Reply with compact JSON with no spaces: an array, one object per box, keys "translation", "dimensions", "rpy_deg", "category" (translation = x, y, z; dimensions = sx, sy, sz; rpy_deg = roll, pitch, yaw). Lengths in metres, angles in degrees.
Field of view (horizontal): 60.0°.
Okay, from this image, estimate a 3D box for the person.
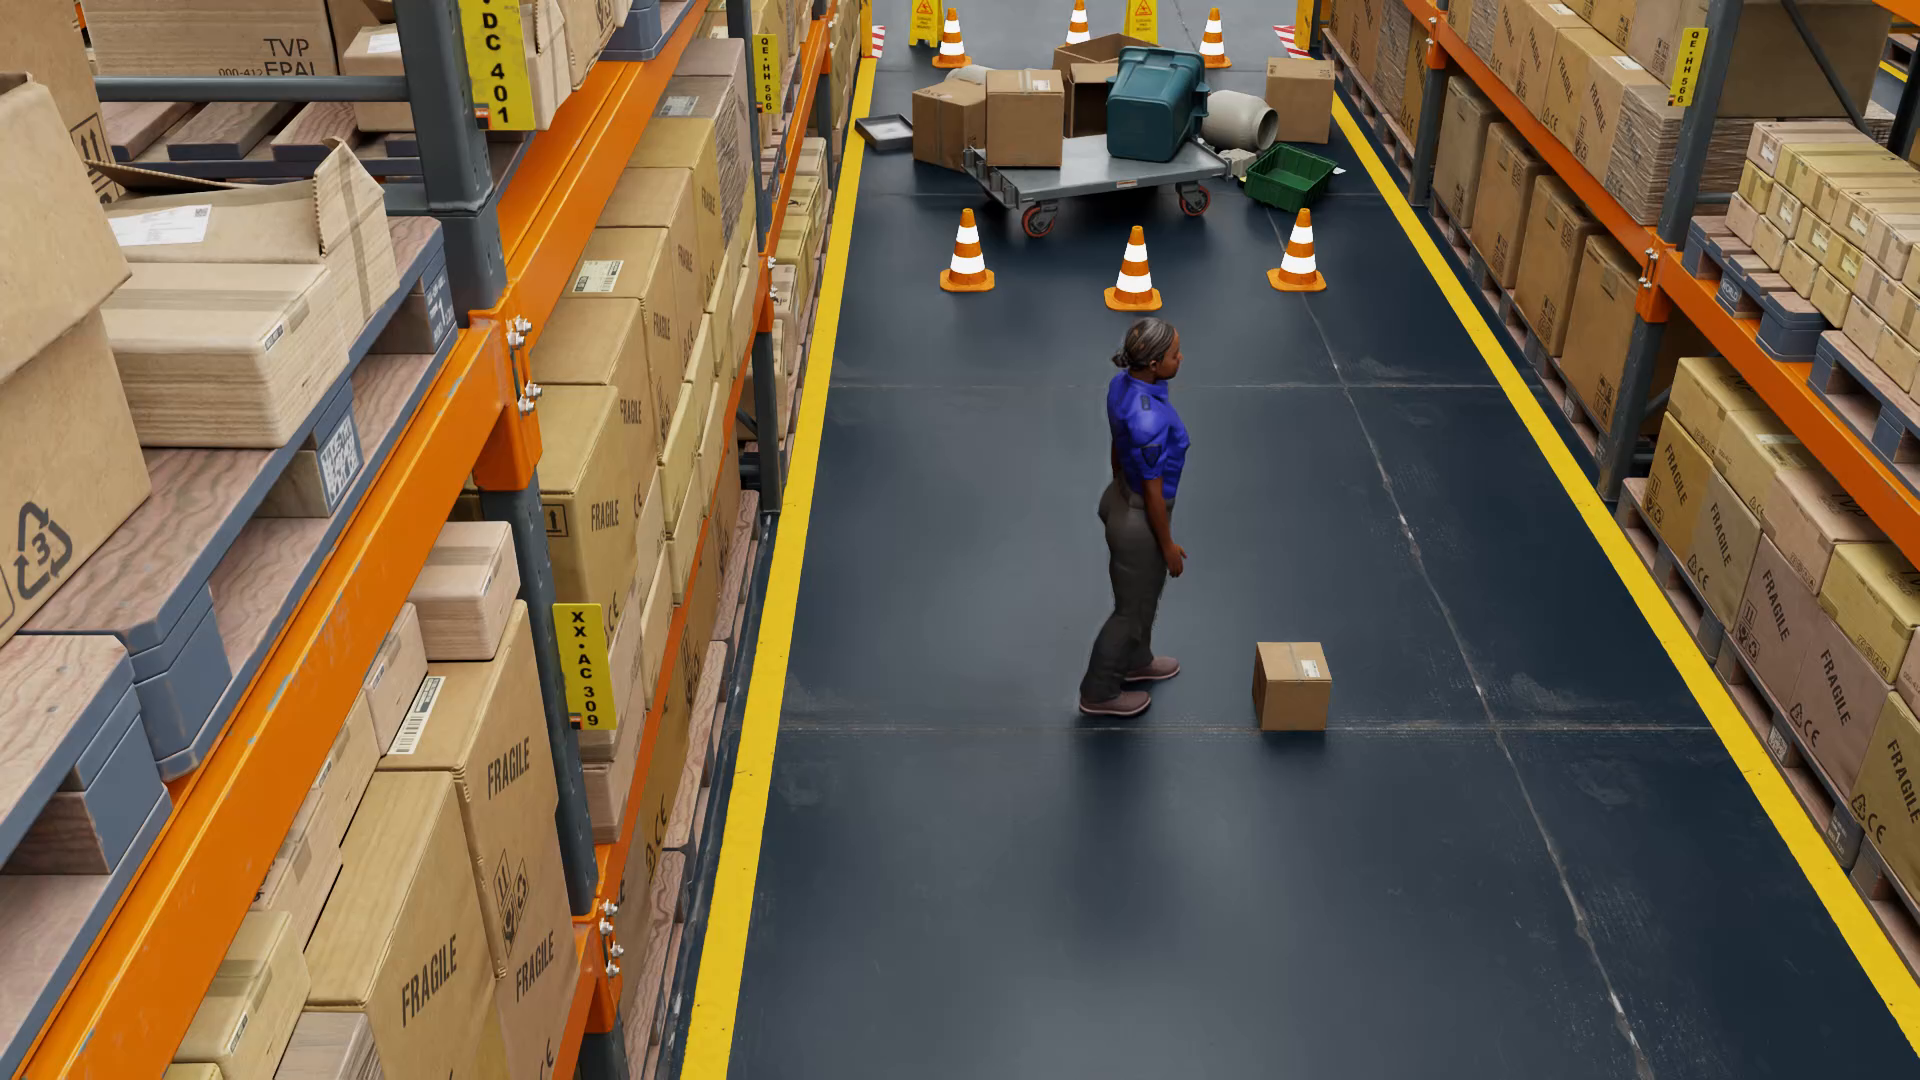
[{"translation":[0.691,-0.070,6.244],"dimensions":[0.469,1.669,0.464],"rpy_deg":[-4,32,-6],"category":"person"}]
